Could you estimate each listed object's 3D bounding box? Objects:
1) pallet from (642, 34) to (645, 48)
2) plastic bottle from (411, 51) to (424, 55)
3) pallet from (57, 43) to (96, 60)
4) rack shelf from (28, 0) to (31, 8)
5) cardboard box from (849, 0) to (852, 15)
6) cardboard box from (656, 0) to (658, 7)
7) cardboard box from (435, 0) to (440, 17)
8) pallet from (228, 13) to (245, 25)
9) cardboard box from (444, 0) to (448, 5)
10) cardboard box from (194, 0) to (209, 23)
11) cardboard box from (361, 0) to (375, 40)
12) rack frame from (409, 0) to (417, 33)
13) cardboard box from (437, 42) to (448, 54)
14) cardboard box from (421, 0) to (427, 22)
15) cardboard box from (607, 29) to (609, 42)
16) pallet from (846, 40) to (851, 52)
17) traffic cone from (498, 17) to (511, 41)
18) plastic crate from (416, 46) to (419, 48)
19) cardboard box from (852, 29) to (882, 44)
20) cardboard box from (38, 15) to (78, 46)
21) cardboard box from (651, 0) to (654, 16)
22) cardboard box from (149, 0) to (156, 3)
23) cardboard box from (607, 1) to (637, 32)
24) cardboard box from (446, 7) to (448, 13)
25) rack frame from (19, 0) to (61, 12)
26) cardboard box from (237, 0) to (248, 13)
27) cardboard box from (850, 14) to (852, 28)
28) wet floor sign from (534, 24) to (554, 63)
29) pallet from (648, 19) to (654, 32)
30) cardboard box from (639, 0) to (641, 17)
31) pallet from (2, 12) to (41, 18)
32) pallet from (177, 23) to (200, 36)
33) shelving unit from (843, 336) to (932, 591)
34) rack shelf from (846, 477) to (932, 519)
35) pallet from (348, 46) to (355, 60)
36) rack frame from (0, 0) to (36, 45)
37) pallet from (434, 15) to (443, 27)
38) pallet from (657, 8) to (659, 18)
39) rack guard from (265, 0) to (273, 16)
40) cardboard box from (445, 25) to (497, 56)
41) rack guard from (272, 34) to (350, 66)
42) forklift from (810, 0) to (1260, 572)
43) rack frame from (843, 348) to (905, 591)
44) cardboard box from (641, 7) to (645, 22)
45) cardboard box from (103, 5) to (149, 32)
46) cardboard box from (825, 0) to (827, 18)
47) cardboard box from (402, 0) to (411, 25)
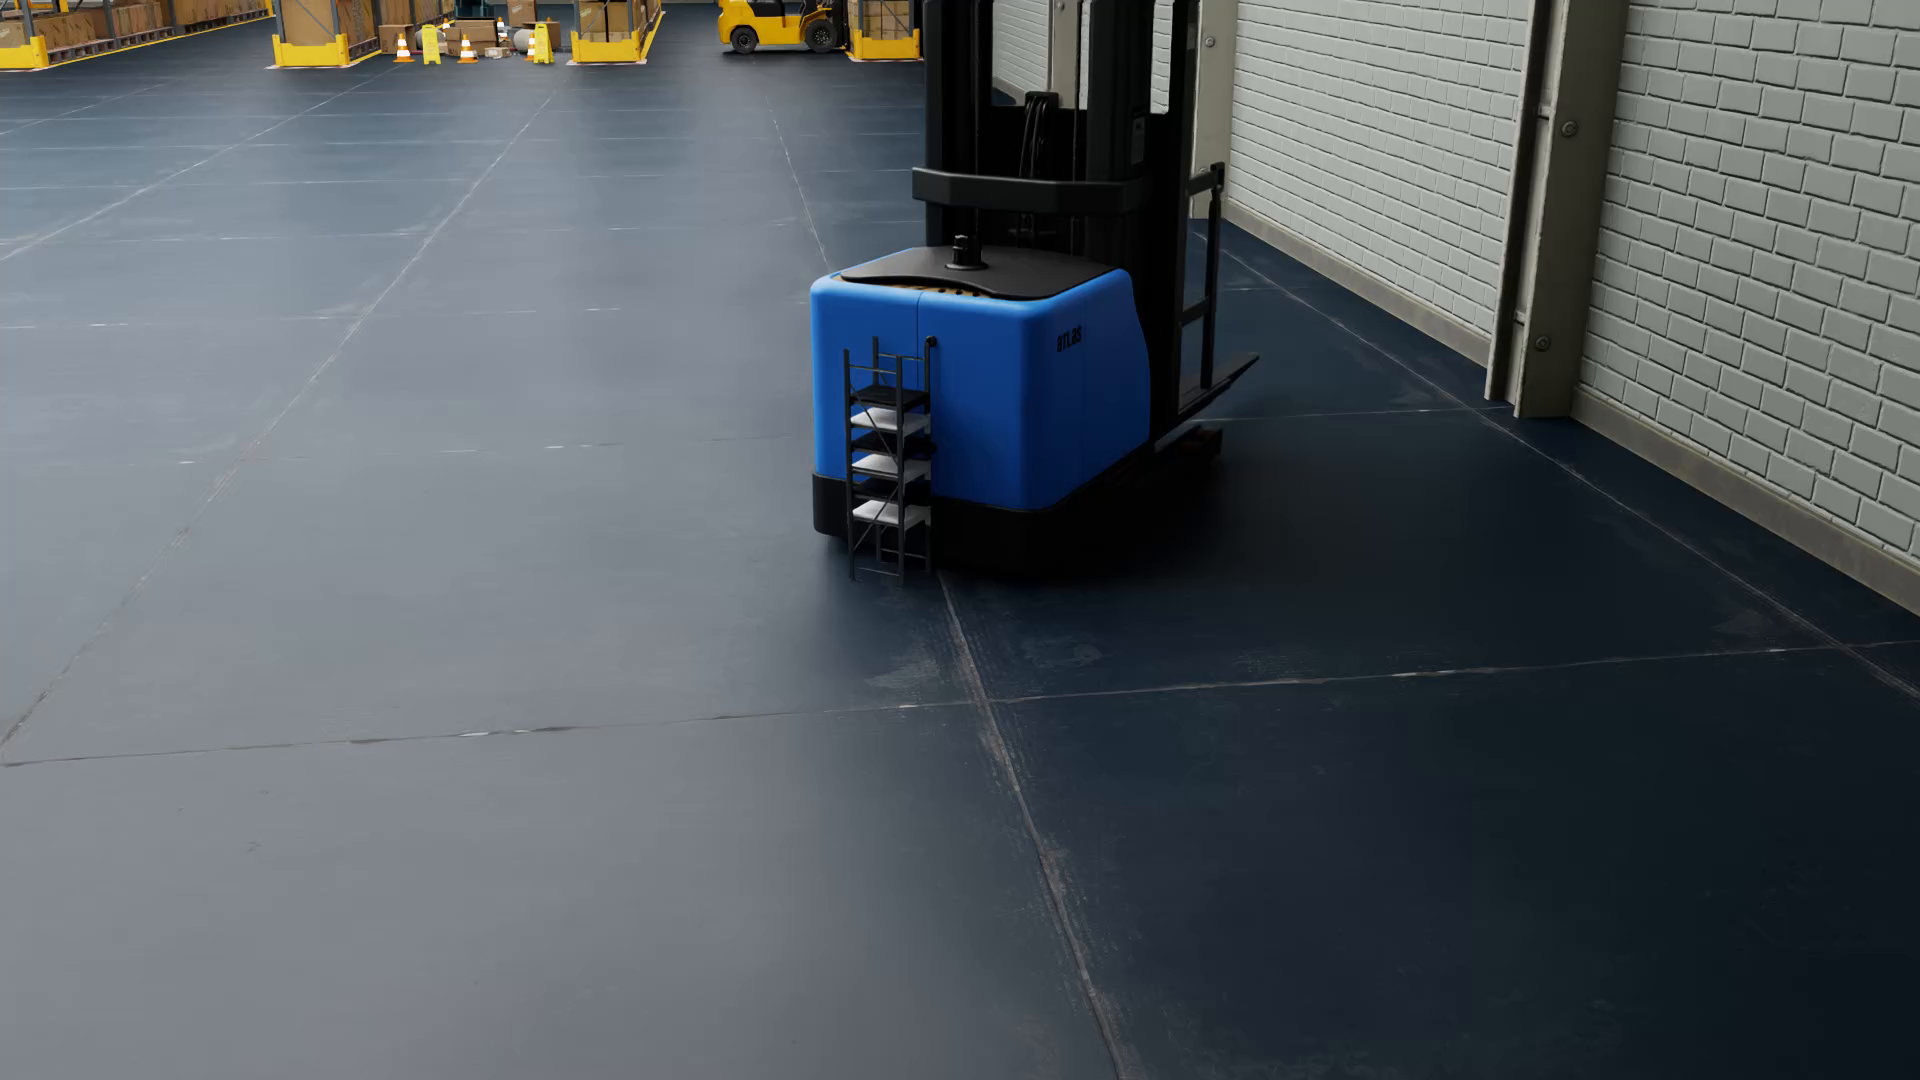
[{"bbox_3d":[-6.679,-9.714,32.422,1.003,0.211,1.213,-3,21,-8],"label":"pallet"},{"bbox_3d":[-10.026,-9.038,30.827,0.283,0.061,0.133,-11,23,-26],"label":"plastic bottle"},{"bbox_3d":[-16.306,-8.790,29.950,1.003,0.211,1.213,-3,21,-8],"label":"pallet"},{"bbox_3d":[-16.329,-9.721,29.485,1.077,0.370,4.000,-3,21,-8],"label":"rack shelf"},{"bbox_3d":[-1.777,-9.815,30.607,0.500,0.250,0.500,-3,21,-7],"label":"cardboard box"},{"bbox_3d":[-8.206,-13.862,42.605,0.875,0.438,0.875,-2,21,-6],"label":"cardboard box"},{"bbox_3d":[-12.492,-12.518,38.917,0.500,0.500,0.500,-3,21,-9],"label":"cardboard box"},{"bbox_3d":[-17.802,-12.482,39.833,1.003,0.211,1.213,-3,21,-8],"label":"pallet"},{"bbox_3d":[-12.832,-13.234,40.910,0.380,0.149,0.250,-2,21,-5],"label":"cardboard box"},{"bbox_3d":[-17.393,-11.886,36.690,1.225,0.875,0.875,-3,21,-8],"label":"cardboard box"},{"bbox_3d":[-11.673,-9.946,31.495,0.875,0.875,0.875,-3,21,-7],"label":"cardboard box"},{"bbox_3d":[-12.271,-12.351,35.498,1.000,3.000,0.127,-3,21,-8],"label":"rack frame"},{"bbox_3d":[-9.624,-9.183,30.923,0.396,0.266,0.258,1,20,2],"label":"cardboard box"},{"bbox_3d":[-12.196,-11.808,37.017,0.500,0.500,0.500,-3,21,-7],"label":"cardboard box"},{"bbox_3d":[-6.684,-9.220,30.446,0.500,0.250,0.500,-3,21,-8],"label":"cardboard box"},{"bbox_3d":[-1.647,-9.495,31.837,1.003,0.211,1.213,-3,21,-8],"label":"pallet"},{"bbox_3d":[-9.406,-10.471,34.090,0.336,0.463,0.334,-3,21,-8],"label":"traffic cone"},{"bbox_3d":[-10.373,-9.682,32.287,0.450,0.188,0.662,-2,18,24],"label":"plastic crate"},{"bbox_3d":[-1.703,-9.173,30.318,0.500,0.250,0.500,-3,21,-7],"label":"cardboard box"},{"bbox_3d":[-16.342,-9.227,30.106,0.500,0.500,0.500,-5,21,-13],"label":"cardboard box"},{"bbox_3d":[-7.657,-12.699,38.866,0.875,0.875,0.875,-2,21,-6],"label":"cardboard box"},{"bbox_3d":[-17.067,-11.292,34.534,0.500,0.250,0.500,-2,21,-6],"label":"cardboard box"},{"bbox_3d":[-6.081,-9.427,29.927,0.500,0.500,0.500,-4,21,-10],"label":"cardboard box"},{"bbox_3d":[-12.620,-12.831,40.259,0.380,0.149,0.250,-2,21,-6],"label":"cardboard box"},{"bbox_3d":[-23.248,-14.656,41.669,1.000,3.000,0.127,-3,21,-8],"label":"rack frame"},{"bbox_3d":[-17.916,-13.266,40.385,0.875,0.875,0.875,-3,21,-8],"label":"cardboard box"},{"bbox_3d":[-1.764,-9.587,30.713,0.500,0.250,0.500,-3,21,-8],"label":"cardboard box"},{"bbox_3d":[-7.265,-8.643,28.935,0.267,0.644,0.232,4,21,11],"label":"wet floor sign"},{"bbox_3d":[-7.426,-11.606,37.489,1.003,0.211,1.213,-3,21,-8],"label":"pallet"},{"bbox_3d":[-6.385,-10.143,31.845,0.500,0.500,0.500,-3,21,-7],"label":"cardboard box"},{"bbox_3d":[-22.995,-12.640,40.258,1.003,0.211,1.213,-3,21,-8],"label":"pallet"},{"bbox_3d":[-17.233,-11.106,36.150,1.003,0.211,1.213,-3,21,-8],"label":"pallet"},{"bbox_3d":[-0.265,-0.281,6.183,0.258,0.900,0.210,11,23,26],"label":"shelving unit"},{"bbox_3d":[-0.265,-0.166,6.226,0.258,0.077,0.200,11,23,26],"label":"rack shelf"},{"bbox_3d":[-11.310,-8.548,29.300,1.003,0.211,1.213,-3,21,-8],"label":"pallet"},{"bbox_3d":[-16.040,-9.366,27.505,1.000,3.000,0.127,-3,21,-8],"label":"rack frame"},{"bbox_3d":[-12.734,-12.160,38.972,1.003,0.211,1.213,-3,21,-8],"label":"pallet"},{"bbox_3d":[-8.175,-13.405,42.305,1.003,0.211,1.213,-3,21,-8],"label":"pallet"},{"bbox_3d":[-18.350,-13.743,42.797,1.175,0.500,0.348,-3,21,-8],"label":"rack guard"},{"bbox_3d":[-8.992,-9.177,30.567,0.637,0.503,0.797,17,27,39],"label":"cardboard box"},{"bbox_3d":[-11.114,-8.402,28.497,1.175,0.500,0.348,-3,21,-8],"label":"rack guard"},{"bbox_3d":[0.554,-1.725,7.145,1.130,2.935,3.031,11,23,26],"label":"forklift"},{"bbox_3d":[-0.313,-0.250,6.099,0.240,0.900,0.006,11,23,26],"label":"rack frame"},{"bbox_3d":[-7.201,-11.150,35.438,0.950,0.372,0.625,-3,21,-9],"label":"cardboard box"},{"bbox_3d":[-16.896,-10.553,33.626,0.700,0.500,0.500,-1,21,-3],"label":"cardboard box"},{"bbox_3d":[-2.811,-12.222,38.126,0.500,0.500,0.500,-3,21,-9],"label":"cardboard box"},{"bbox_3d":[-12.272,-11.278,35.241,1.050,0.750,0.750,-3,21,-8],"label":"cardboard box"}]
